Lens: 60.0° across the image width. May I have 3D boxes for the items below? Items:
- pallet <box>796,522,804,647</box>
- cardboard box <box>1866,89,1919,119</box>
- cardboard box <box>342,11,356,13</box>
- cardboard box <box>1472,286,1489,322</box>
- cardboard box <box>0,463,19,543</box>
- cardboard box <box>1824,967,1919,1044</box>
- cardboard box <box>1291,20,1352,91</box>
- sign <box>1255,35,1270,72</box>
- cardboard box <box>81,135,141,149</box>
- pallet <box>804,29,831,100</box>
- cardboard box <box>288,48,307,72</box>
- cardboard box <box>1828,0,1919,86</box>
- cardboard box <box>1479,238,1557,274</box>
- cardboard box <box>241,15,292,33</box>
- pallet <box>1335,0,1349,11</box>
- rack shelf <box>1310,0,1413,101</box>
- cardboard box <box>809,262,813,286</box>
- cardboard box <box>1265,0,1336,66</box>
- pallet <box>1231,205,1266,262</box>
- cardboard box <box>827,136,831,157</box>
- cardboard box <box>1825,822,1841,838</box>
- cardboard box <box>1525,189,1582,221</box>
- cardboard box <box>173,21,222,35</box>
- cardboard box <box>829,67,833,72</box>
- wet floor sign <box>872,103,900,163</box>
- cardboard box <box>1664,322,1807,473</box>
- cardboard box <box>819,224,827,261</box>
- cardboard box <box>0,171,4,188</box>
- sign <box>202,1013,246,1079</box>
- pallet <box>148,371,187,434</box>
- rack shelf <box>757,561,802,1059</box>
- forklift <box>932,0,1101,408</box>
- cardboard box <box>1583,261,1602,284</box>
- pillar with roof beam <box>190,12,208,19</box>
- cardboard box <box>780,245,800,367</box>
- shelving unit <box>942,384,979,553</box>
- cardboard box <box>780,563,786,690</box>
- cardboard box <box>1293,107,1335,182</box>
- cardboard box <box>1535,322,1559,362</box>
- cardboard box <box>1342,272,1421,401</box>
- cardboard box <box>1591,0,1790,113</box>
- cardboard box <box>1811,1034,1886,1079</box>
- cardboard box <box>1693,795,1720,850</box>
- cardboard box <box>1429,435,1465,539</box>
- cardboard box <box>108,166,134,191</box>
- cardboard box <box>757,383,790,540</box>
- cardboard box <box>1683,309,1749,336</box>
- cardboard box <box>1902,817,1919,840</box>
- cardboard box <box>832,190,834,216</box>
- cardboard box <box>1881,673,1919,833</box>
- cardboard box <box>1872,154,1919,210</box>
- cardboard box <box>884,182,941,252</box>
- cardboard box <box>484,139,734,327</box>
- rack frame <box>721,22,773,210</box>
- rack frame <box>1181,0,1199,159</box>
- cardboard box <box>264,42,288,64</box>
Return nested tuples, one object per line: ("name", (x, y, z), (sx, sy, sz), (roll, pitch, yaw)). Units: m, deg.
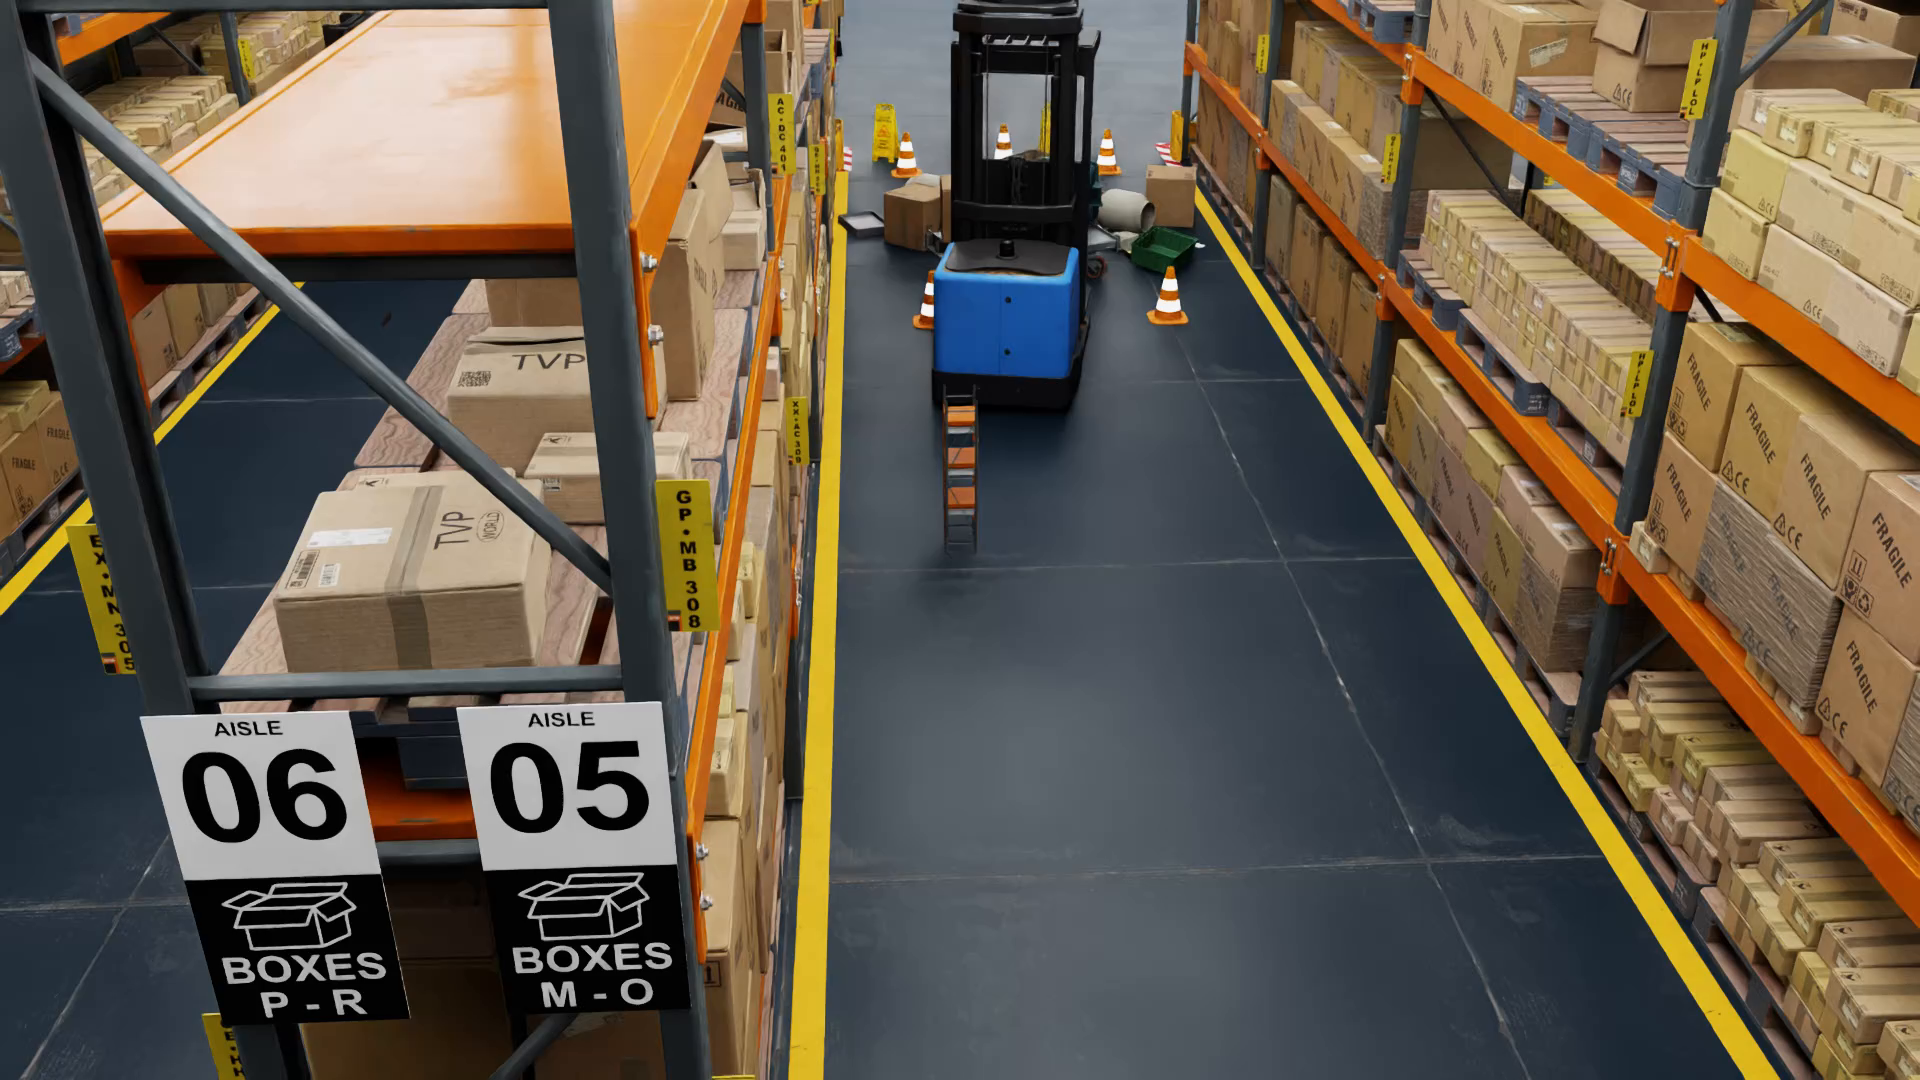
("pallet", (-1.463, 0.266, 10.011), (1.003, 0.211, 1.213), (-1, 28, -3))
("cardboard box", (3.947, -1.741, 6.792), (0.380, 0.149, 0.250), (-3, 28, -5))
("cardboard box", (-6.523, -5.532, 17.304), (0.380, 0.149, 0.250), (-1, 28, -2))
("cardboard box", (3.331, -1.432, 10.069), (0.380, 0.149, 0.250), (-1, 28, -1))
("cardboard box", (-6.164, -0.191, 10.122), (0.500, 0.500, 0.500), (0, 28, 0))
("cardboard box", (3.470, 1.728, 6.179), (0.380, 0.149, 0.250), (0, 28, -1))
("cardboard box", (3.272, -4.170, 14.312), (0.700, 0.500, 0.500), (-2, 28, -4))
("sign", (2.686, -4.316, 14.761), (0.100, 0.325, 0.005), (-1, 28, -3))
("cardboard box", (-6.246, -2.859, 12.178), (0.380, 0.149, 0.250), (-1, 28, -2))
("pallet", (-1.403, -2.848, 9.928), (1.213, 0.211, 1.003), (0, 28, 0))
("cardboard box", (-6.489, -4.353, 15.745), (0.500, 0.500, 0.500), (-2, 28, -3))
("cardboard box", (8.100, -4.067, 14.201), (1.000, 1.000, 1.000), (-1, 28, -2))
("cardboard box", (3.334, -1.700, 9.940), (0.380, 0.149, 0.250), (0, 28, 0))
("cardboard box", (-6.522, -4.835, 15.645), (0.380, 0.149, 0.250), (-1, 28, -3))
("pallet", (3.301, -4.123, 12.372), (1.003, 0.211, 1.213), (0, 28, 0))
("rack shelf", (3.344, -3.999, 12.708), (1.077, 0.370, 4.000), (-1, 28, -3))
("cardboard box", (-1.204, -1.604, 10.745), (0.500, 0.250, 0.500), (-2, 28, -4))
("cardboard box", (3.255, -4.628, 15.050), (0.875, 0.550, 0.550), (-1, 28, -3))
("pallet", (3.278, -3.028, 16.328), (1.003, 0.211, 1.213), (-1, 28, -3))
("cardboard box", (-1.406, -3.671, 15.551), (0.380, 0.149, 0.250), (-1, 28, -2))
("cardboard box", (3.998, 1.350, 7.225), (0.380, 0.149, 0.250), (-1, 28, -1))
("cardboard box", (3.932, -2.188, 10.875), (0.380, 0.149, 0.250), (-2, 28, -5))
("cardboard box", (-7.041, -4.701, 15.388), (0.380, 0.149, 0.250), (-2, 28, -3))
("cardboard box", (-1.514, -4.962, 17.292), (0.380, 0.149, 0.250), (-1, 28, -2))
("wet floor sign", (-0.848, -4.662, 18.992), (0.267, 0.644, 0.232), (8, 29, 15))
("cardboard box", (3.438, -0.622, 7.189), (0.500, 0.500, 0.500), (-1, 28, -1))
("cardboard box", (-1.668, -2.524, 14.734), (0.950, 0.372, 0.625), (-1, 28, -2))
("cardboard box", (-6.743, -2.493, 11.477), (0.380, 0.149, 0.250), (-1, 28, -3))
("sign", (-1.614, 1.185, 3.727), (0.100, 0.325, 0.005), (-1, 28, -3))
("pallet", (-6.450, -0.921, 12.288), (1.003, 0.211, 1.213), (-1, 28, -3))
("rack shelf", (-1.176, 1.192, 5.999), (1.077, 0.370, 4.000), (-1, 28, -3))
("forklift", (0.507, -2.946, 13.229), (1.130, 2.935, 3.031), (4, 28, 7))
("cardboard box", (3.984, -1.579, 10.029), (0.380, 0.149, 0.250), (-2, 28, -3))
("pillar with roof beam", (-3.428, -7.892, 16.150), (9.100, 9.000, 0.400), (-1, 28, -3))
("cardboard box", (-1.094, -1.215, 8.646), (0.500, 0.500, 0.500), (-2, 28, -4))
("shelving unit", (0.003, -0.441, 10.460), (0.215, 1.050, 0.252), (-1, 28, -3))
("cardboard box", (-0.969, 0.350, 6.727), (0.500, 0.500, 0.500), (-2, 28, -4))
("cardboard box", (3.049, -3.242, 13.615), (0.500, 0.500, 0.500), (-2, 28, -3))
("cardboard box", (3.384, -1.085, 9.083), (0.380, 0.149, 0.250), (-3, 28, -5))
("cardboard box", (3.507, -1.536, 12.431), (1.050, 0.750, 0.750), (-2, 28, -3))
("cardboard box", (3.708, -2.496, 8.482), (0.797, 0.503, 0.637), (-2, 28, -3))
("cardboard box", (3.486, 2.000, 6.301), (0.380, 0.149, 0.250), (-3, 28, -5))
("cardboard box", (3.520, 1.255, 7.407), (0.380, 0.149, 0.250), (-3, 28, -5))
("cardboard box", (3.292, -0.340, 10.408), (0.500, 0.500, 0.500), (-2, 28, -4))
("cardboard box", (-6.260, -2.616, 12.144), (0.500, 0.250, 0.500), (-2, 28, -4))
("cardboard box", (-0.980, -0.327, 6.945), (0.500, 0.500, 0.500), (-2, 28, -3))
("cardboard box", (4.054, -1.111, 8.811), (0.380, 0.149, 0.250), (-2, 28, -3))
("cardboard box", (3.588, 1.001, 5.859), (0.380, 0.149, 0.250), (-3, 28, -5))
("cardboard box", (-1.499, -3.238, 16.233), (0.500, 0.250, 0.500), (0, 28, 0))
("cardboard box", (3.528, 0.781, 5.580), (0.500, 0.500, 0.500), (-1, 28, -2))
("cardboard box", (3.483, -1.258, 5.865), (0.380, 0.149, 0.250), (-2, 28, -4))
("cardboard box", (-0.395, -3.166, 16.277), (0.500, 0.500, 0.500), (19, 33, 32))
("cardboard box", (-1.178, -1.035, 5.574), (0.797, 0.503, 0.637), (1, 28, 1))
("rack frame", (-1.281, -2.711, 6.217), (1.000, 3.000, 0.127), (-1, 28, -3))
("rack frame", (3.031, -5.759, 18.548), (1.000, 3.000, 0.127), (-1, 28, -3))
("cardboard box", (-6.404, -4.464, 15.256), (0.380, 0.149, 0.250), (-1, 28, -2))
